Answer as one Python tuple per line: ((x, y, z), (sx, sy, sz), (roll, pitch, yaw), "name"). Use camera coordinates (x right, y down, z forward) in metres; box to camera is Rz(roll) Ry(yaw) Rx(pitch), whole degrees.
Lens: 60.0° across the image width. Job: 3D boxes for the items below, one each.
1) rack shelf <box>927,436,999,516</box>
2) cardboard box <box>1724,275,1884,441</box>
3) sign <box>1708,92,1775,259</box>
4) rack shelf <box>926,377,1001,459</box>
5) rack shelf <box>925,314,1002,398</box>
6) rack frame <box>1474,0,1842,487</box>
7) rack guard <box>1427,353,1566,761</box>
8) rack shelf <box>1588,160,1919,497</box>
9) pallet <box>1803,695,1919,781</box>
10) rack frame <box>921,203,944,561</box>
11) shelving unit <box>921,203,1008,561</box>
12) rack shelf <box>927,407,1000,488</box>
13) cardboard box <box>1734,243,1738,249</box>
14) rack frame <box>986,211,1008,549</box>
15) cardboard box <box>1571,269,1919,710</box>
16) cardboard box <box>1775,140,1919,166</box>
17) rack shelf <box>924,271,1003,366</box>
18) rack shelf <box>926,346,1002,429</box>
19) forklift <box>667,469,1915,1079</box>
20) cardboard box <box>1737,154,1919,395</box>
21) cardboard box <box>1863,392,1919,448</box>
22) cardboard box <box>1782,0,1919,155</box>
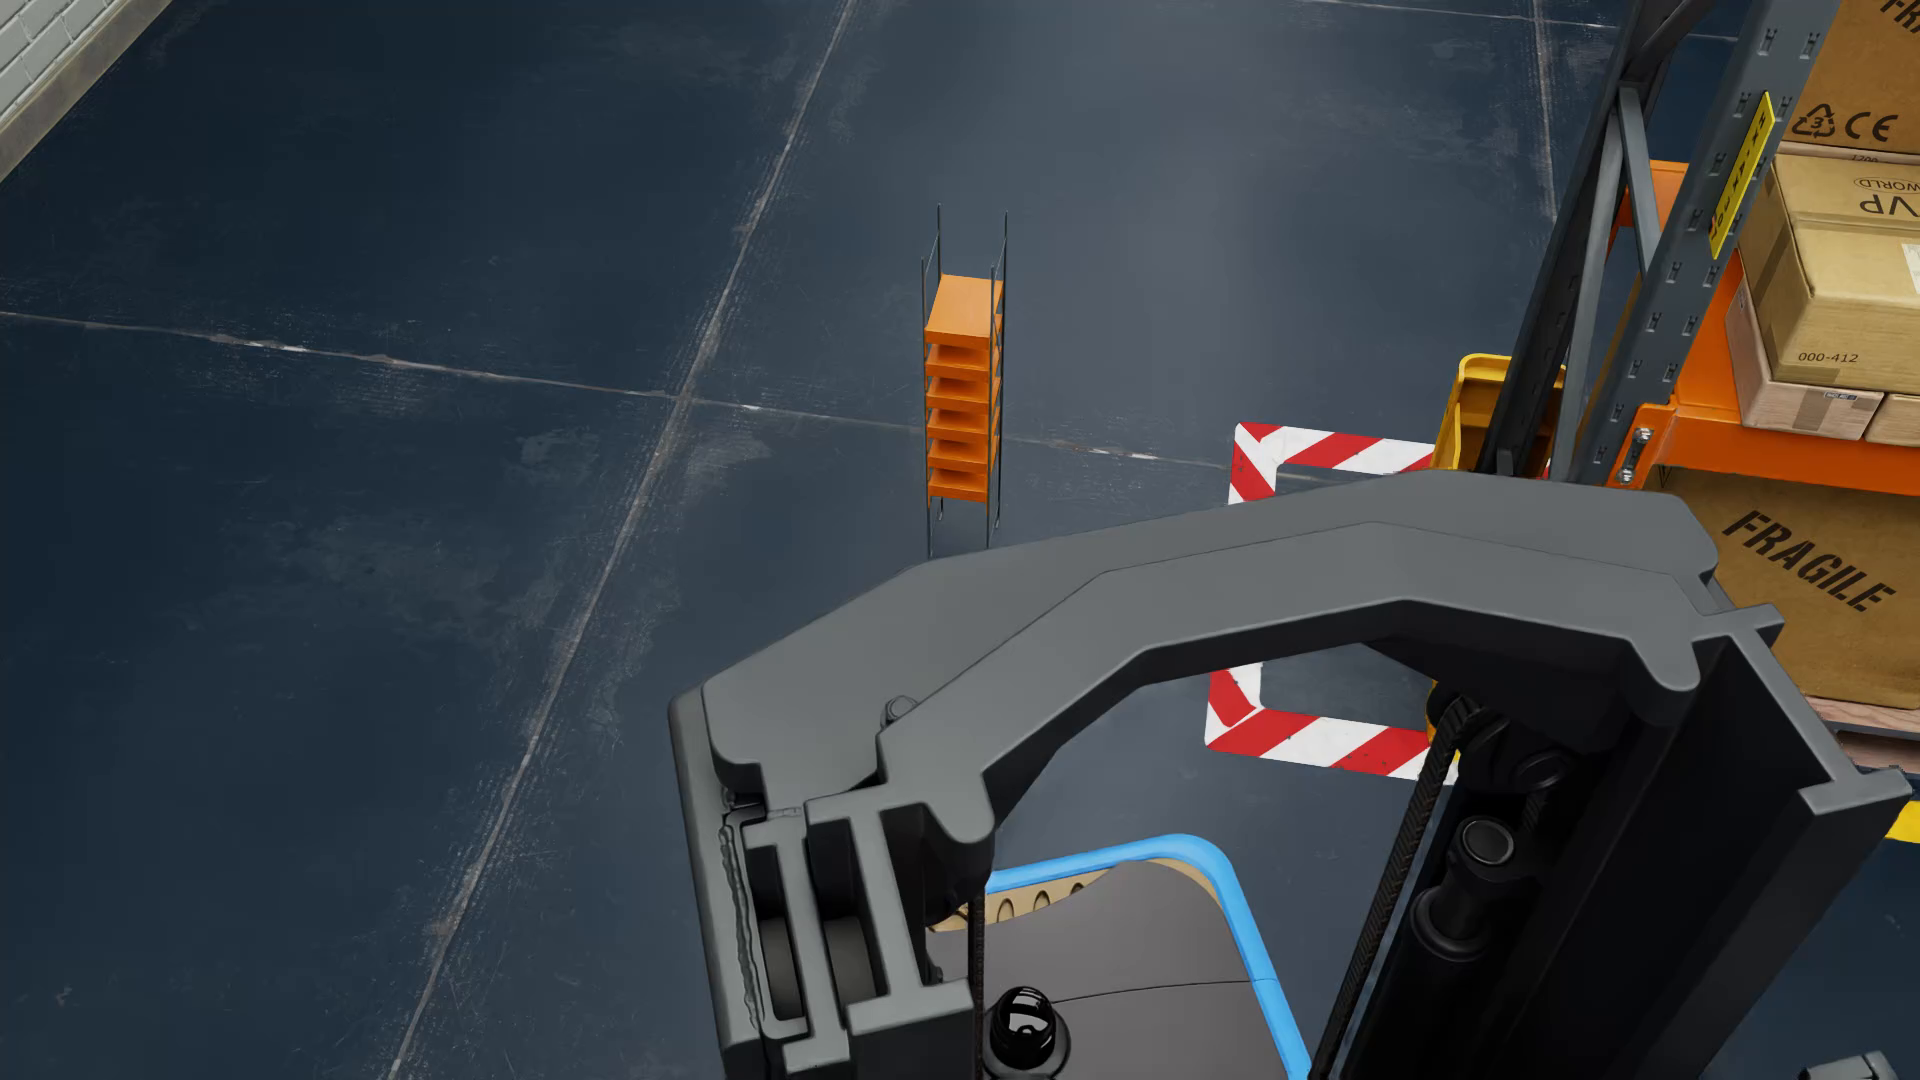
((0.014, -0.209, 5.014), (0.180, 0.103, 0.258), (8, 49, 7), "rack shelf")
((1.910, -0.421, 3.780), (0.250, 0.149, 0.380), (8, 49, 7), "cardboard box")
((1.515, -0.703, 3.230), (0.005, 0.325, 0.100), (8, 49, 7), "sign")
((0.014, -0.369, 4.835), (0.180, 0.103, 0.258), (8, 49, 7), "rack shelf")
((0.014, -0.530, 4.657), (0.180, 0.103, 0.258), (8, 49, 7), "rack shelf")
((1.619, -0.793, 3.946), (0.127, 3.000, 1.000), (8, 49, 7), "rack frame")
((1.596, 0.039, 4.879), (0.348, 0.500, 1.175), (8, 49, 7), "rack guard")
((3.588, -0.288, 3.976), (4.000, 0.370, 1.077), (8, 49, 7), "rack shelf")
((2.420, 0.188, 4.940), (1.213, 0.211, 1.003), (8, 49, 7), "pallet")
((-0.076, -0.411, 4.813), (0.006, 1.200, 0.240), (8, 49, 7), "rack frame")
((0.014, -0.399, 4.802), (0.189, 1.200, 0.258), (8, 49, 7), "shelving unit")
((0.014, -0.289, 4.924), (0.180, 0.103, 0.258), (8, 49, 7), "rack shelf")
((2.028, -0.903, 4.214), (0.250, 0.149, 0.380), (9, 49, 8), "cardboard box")
((0.104, -0.387, 4.791), (0.006, 1.200, 0.240), (8, 49, 7), "rack frame")
((2.263, -0.197, 4.557), (0.875, 0.875, 0.875), (8, 49, 7), "cardboard box")
((2.144, -0.972, 4.008), (0.500, 0.250, 0.500), (7, 48, 6), "cardboard box")
((0.014, -0.610, 4.567), (0.180, 0.103, 0.258), (8, 49, 7), "rack shelf")
((0.014, -0.450, 4.746), (0.180, 0.103, 0.258), (8, 49, 7), "rack shelf")
((0.376, 1.460, 1.967), (1.130, 2.935, 3.031), (-10, 49, -9), "forklift")
((2.044, -0.581, 3.656), (0.500, 0.250, 0.500), (7, 48, 6), "cardboard box")
((2.163, -0.388, 3.751), (0.250, 0.149, 0.380), (7, 48, 6), "cardboard box")
((2.146, -1.221, 3.727), (0.500, 0.500, 0.500), (8, 49, 7), "cardboard box")
